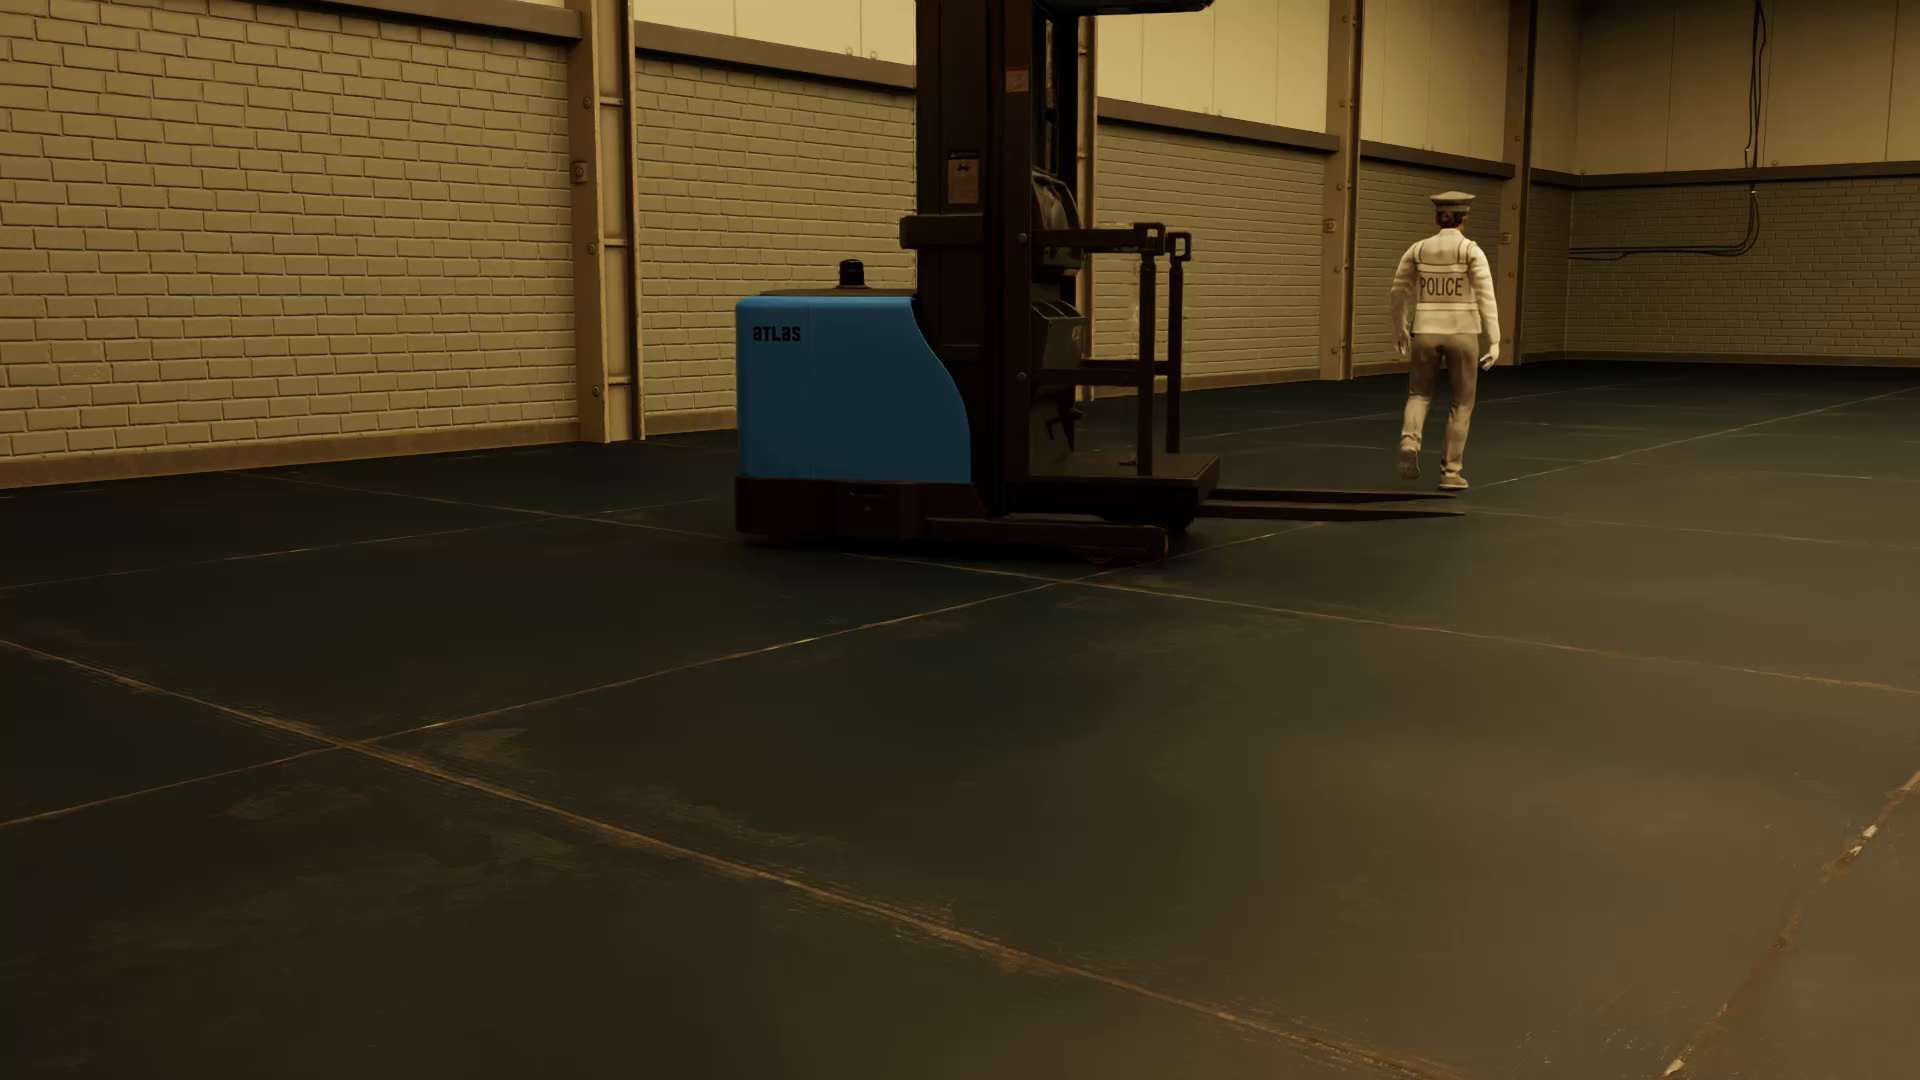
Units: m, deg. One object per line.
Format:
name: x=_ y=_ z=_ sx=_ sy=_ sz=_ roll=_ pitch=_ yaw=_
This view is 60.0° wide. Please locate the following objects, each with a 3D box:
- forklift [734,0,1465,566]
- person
forklift: x=0.603 y=-1.431 z=7.062 sx=3.031 sy=2.935 sz=1.130 roll=2 pitch=9 yaw=14
person: x=2.679 y=-1.097 z=9.229 sx=0.673 sy=1.650 sz=0.459 roll=5 pitch=10 yaw=32
